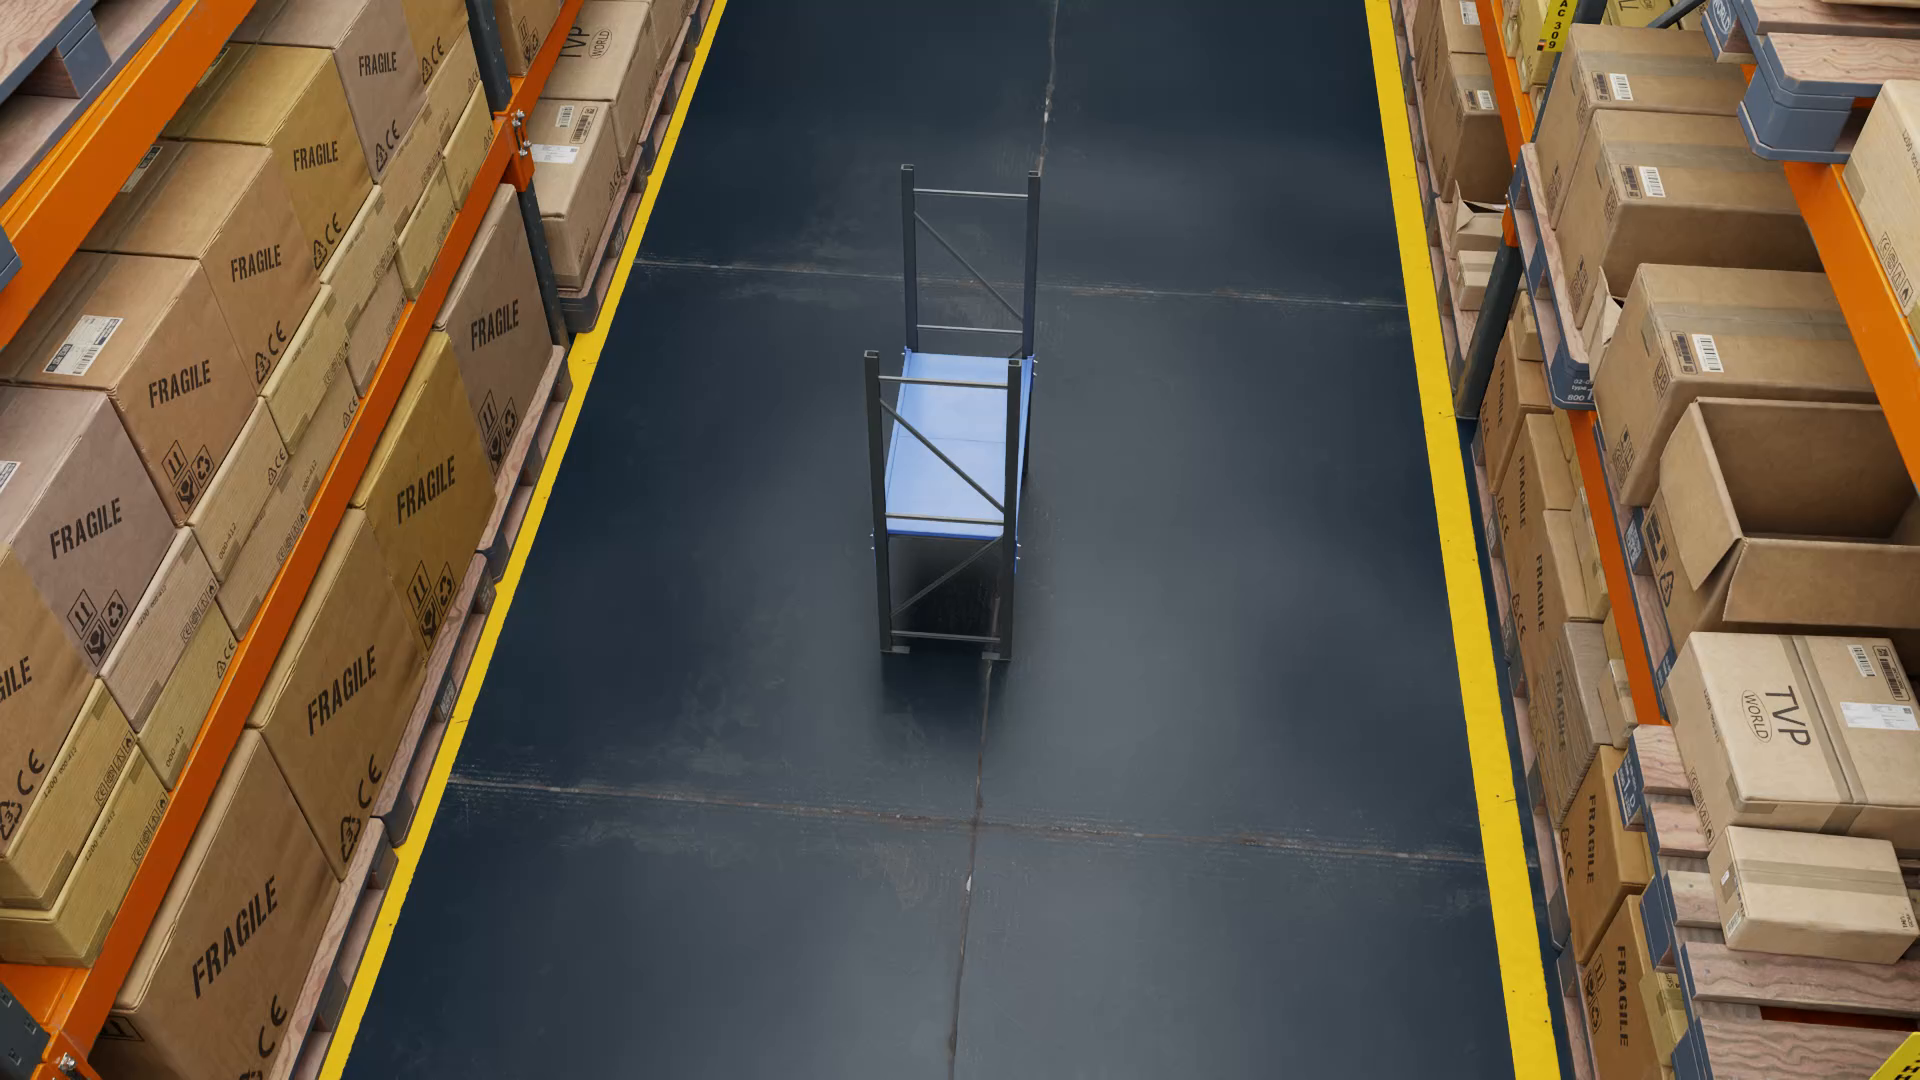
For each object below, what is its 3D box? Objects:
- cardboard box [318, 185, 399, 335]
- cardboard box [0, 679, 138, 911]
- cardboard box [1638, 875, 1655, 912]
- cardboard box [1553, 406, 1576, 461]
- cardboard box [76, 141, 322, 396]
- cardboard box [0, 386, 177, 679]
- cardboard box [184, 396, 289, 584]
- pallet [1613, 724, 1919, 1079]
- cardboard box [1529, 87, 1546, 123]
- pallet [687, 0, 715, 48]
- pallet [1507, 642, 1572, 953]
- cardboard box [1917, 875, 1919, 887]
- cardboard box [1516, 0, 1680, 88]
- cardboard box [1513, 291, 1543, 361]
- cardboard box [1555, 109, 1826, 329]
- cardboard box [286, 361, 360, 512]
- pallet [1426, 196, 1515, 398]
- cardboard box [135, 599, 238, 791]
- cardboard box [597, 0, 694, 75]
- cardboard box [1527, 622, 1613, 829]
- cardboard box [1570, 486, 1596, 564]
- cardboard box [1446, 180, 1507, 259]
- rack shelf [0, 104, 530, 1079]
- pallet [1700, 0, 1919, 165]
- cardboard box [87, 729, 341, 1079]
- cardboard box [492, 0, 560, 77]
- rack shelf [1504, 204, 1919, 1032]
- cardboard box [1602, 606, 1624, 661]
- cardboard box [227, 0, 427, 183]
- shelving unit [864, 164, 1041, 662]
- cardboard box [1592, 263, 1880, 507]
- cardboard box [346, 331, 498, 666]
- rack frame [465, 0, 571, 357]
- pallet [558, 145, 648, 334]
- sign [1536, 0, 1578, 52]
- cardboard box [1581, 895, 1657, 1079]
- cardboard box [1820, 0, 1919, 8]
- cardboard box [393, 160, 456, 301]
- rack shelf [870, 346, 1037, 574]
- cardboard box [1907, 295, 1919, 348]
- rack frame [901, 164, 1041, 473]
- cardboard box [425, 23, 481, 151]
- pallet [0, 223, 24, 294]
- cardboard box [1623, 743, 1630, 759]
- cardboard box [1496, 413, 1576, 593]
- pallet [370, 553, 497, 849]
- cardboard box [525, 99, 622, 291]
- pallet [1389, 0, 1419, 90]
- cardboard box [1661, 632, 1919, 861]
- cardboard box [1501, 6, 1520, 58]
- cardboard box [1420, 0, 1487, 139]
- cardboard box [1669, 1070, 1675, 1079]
[{"bbox_3d":[-2.154,-0.908,5.337,0.500,0.250,0.500,5,48,4],"label":"cardboard box"},{"bbox_3d":[-2.349,0.586,3.970,0.500,0.250,0.500,4,48,3],"label":"cardboard box"},{"bbox_3d":[2.157,1.101,4.706,0.380,0.149,0.250,2,48,2],"label":"cardboard box"},{"bbox_3d":[2.409,-0.422,6.099,0.380,0.149,0.250,2,48,2],"label":"cardboard box"},{"bbox_3d":[-2.205,-0.772,4.704,0.500,0.500,0.500,5,48,4],"label":"cardboard box"},{"bbox_3d":[-2.317,-0.022,4.018,0.500,0.500,0.500,4,48,4],"label":"cardboard box"},{"bbox_3d":[-2.243,-0.159,4.652,0.500,0.250,0.500,4,48,3],"label":"cardboard box"},{"bbox_3d":[2.294,0.953,4.002,1.213,0.211,1.003,4,48,4],"label":"pallet"},{"bbox_3d":[2.444,-1.715,6.482,0.380,0.149,0.250,4,48,4],"label":"cardboard box"},{"bbox_3d":[-1.907,-3.285,9.637,1.003,0.211,1.213,4,48,4],"label":"pallet"},{"bbox_3d":[2.522,0.892,5.817,1.003,0.211,1.213,4,48,4],"label":"pallet"},{"bbox_3d":[2.505,0.848,3.615,0.500,0.500,0.500,6,48,5],"label":"cardboard box"},{"bbox_3d":[2.470,-1.989,6.462,0.500,0.250,0.500,5,48,5],"label":"cardboard box"},{"bbox_3d":[2.369,-0.820,6.463,0.380,0.149,0.250,6,48,5],"label":"cardboard box"},{"bbox_3d":[2.353,-1.003,5.308,0.700,0.500,0.500,4,48,4],"label":"cardboard box"},{"bbox_3d":[-2.222,-0.359,5.173,0.500,0.250,0.500,4,48,4],"label":"cardboard box"},{"bbox_3d":[2.730,-1.112,7.650,1.003,0.211,1.213,4,48,4],"label":"pallet"},{"bbox_3d":[-2.317,0.389,4.489,0.500,0.250,0.500,3,48,2],"label":"cardboard box"},{"bbox_3d":[-1.948,-2.931,8.876,0.875,0.438,0.875,5,48,5],"label":"cardboard box"},{"bbox_3d":[2.257,0.633,5.574,0.500,0.500,0.500,2,48,2],"label":"cardboard box"},{"bbox_3d":[2.337,-0.038,5.748,0.380,0.149,0.250,4,48,3],"label":"cardboard box"},{"bbox_3d":[2.458,-1.459,7.646,0.396,0.266,0.258,5,48,5],"label":"cardboard box"},{"bbox_3d":[-2.459,-0.167,5.383,1.077,0.370,4.000,4,48,4],"label":"rack shelf"},{"bbox_3d":[2.446,-1.261,3.991,1.213,0.211,1.003,4,48,4],"label":"pallet"},{"bbox_3d":[-2.495,1.133,4.862,0.875,0.875,0.875,3,48,3],"label":"cardboard box"},{"bbox_3d":[-1.973,-2.240,6.725,0.500,0.500,0.500,5,48,5],"label":"cardboard box"},{"bbox_3d":[2.484,0.164,5.081,1.077,0.370,4.000,4,48,4],"label":"rack shelf"},{"bbox_3d":[2.317,0.344,5.398,0.380,0.149,0.250,4,48,4],"label":"cardboard box"},{"bbox_3d":[-2.107,-1.525,5.392,0.500,0.500,0.500,5,48,4],"label":"cardboard box"},{"bbox_3d":[-0.008,-0.443,6.165,0.538,1.500,1.048,4,48,4],"label":"shelving unit"},{"bbox_3d":[2.281,-0.426,4.781,0.700,0.500,0.500,4,48,3],"label":"cardboard box"},{"bbox_3d":[-2.328,-0.179,6.062,0.875,0.875,0.875,5,48,5],"label":"cardboard box"},{"bbox_3d":[-2.277,-1.879,6.462,1.000,3.000,0.127,4,48,4],"label":"rack frame"},{"bbox_3d":[-2.129,-1.492,7.997,1.003,0.211,1.213,4,48,4],"label":"pallet"},{"bbox_3d":[2.126,-1.871,5.868,0.100,0.325,0.005,4,48,4],"label":"sign"},{"bbox_3d":[2.183,1.401,4.872,0.500,0.500,0.500,3,48,3],"label":"cardboard box"},{"bbox_3d":[2.129,-1.327,3.742,0.380,0.149,0.250,5,48,4],"label":"cardboard box"},{"bbox_3d":[-2.114,-1.108,5.858,0.500,0.250,0.500,3,48,3],"label":"cardboard box"},{"bbox_3d":[-0.008,-0.322,6.298,0.538,0.185,1.000,4,48,4],"label":"rack shelf"},{"bbox_3d":[2.152,-0.334,3.117,0.500,0.250,0.500,4,48,4],"label":"cardboard box"},{"bbox_3d":[0.039,-0.817,6.507,0.500,1.500,0.032,4,48,4],"label":"rack frame"},{"bbox_3d":[-2.075,-1.657,6.022,0.500,0.250,0.500,4,48,3],"label":"cardboard box"},{"bbox_3d":[-2.635,-0.365,3.173,1.213,0.211,1.003,6,48,5],"label":"pallet"},{"bbox_3d":[2.248,0.726,5.048,0.380,0.149,0.250,3,48,3],"label":"cardboard box"},{"bbox_3d":[2.360,-0.114,6.257,0.500,0.500,0.500,3,48,3],"label":"cardboard box"},{"bbox_3d":[-2.380,0.533,6.146,1.003,0.211,1.213,4,48,4],"label":"pallet"},{"bbox_3d":[-2.112,-1.611,7.668,0.875,0.438,0.875,3,48,3],"label":"cardboard box"},{"bbox_3d":[2.953,-2.905,9.290,1.003,0.211,1.213,4,48,4],"label":"pallet"},{"bbox_3d":[2.076,0.503,4.100,0.500,0.250,0.500,2,48,2],"label":"cardboard box"},{"bbox_3d":[2.446,-2.100,6.834,0.380,0.149,0.250,5,48,5],"label":"cardboard box"},{"bbox_3d":[2.617,-2.335,8.289,0.500,0.500,0.500,5,48,4],"label":"cardboard box"},{"bbox_3d":[2.095,1.494,4.347,0.380,0.149,0.250,2,48,2],"label":"cardboard box"}]
